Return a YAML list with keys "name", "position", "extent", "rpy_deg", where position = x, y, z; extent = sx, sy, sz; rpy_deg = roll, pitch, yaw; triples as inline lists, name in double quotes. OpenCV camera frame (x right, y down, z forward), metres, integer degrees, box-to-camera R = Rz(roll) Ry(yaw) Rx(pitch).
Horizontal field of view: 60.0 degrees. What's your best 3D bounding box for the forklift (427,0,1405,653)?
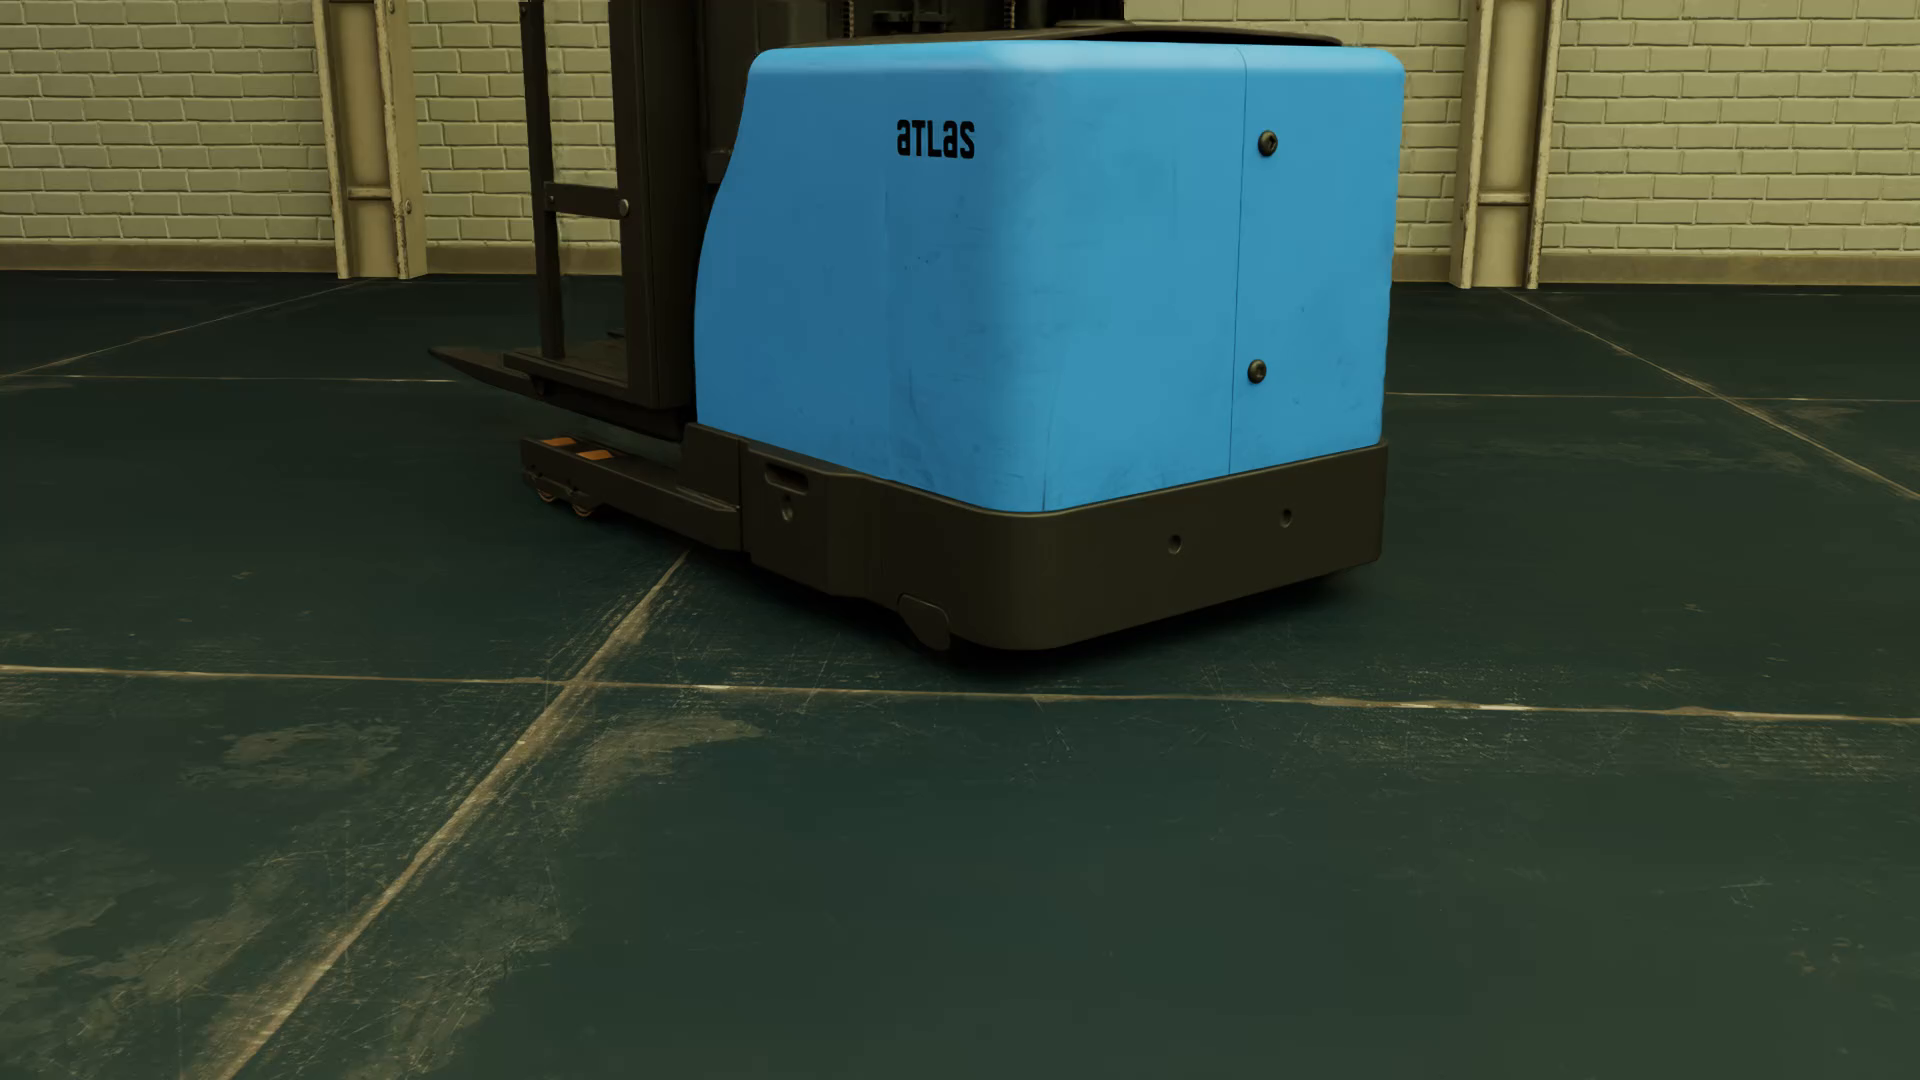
- name: "forklift"
  position: [-0.445, -1.539, 3.889]
  extent: [1.130, 2.935, 3.031]
  rpy_deg: [-12, 19, -37]
